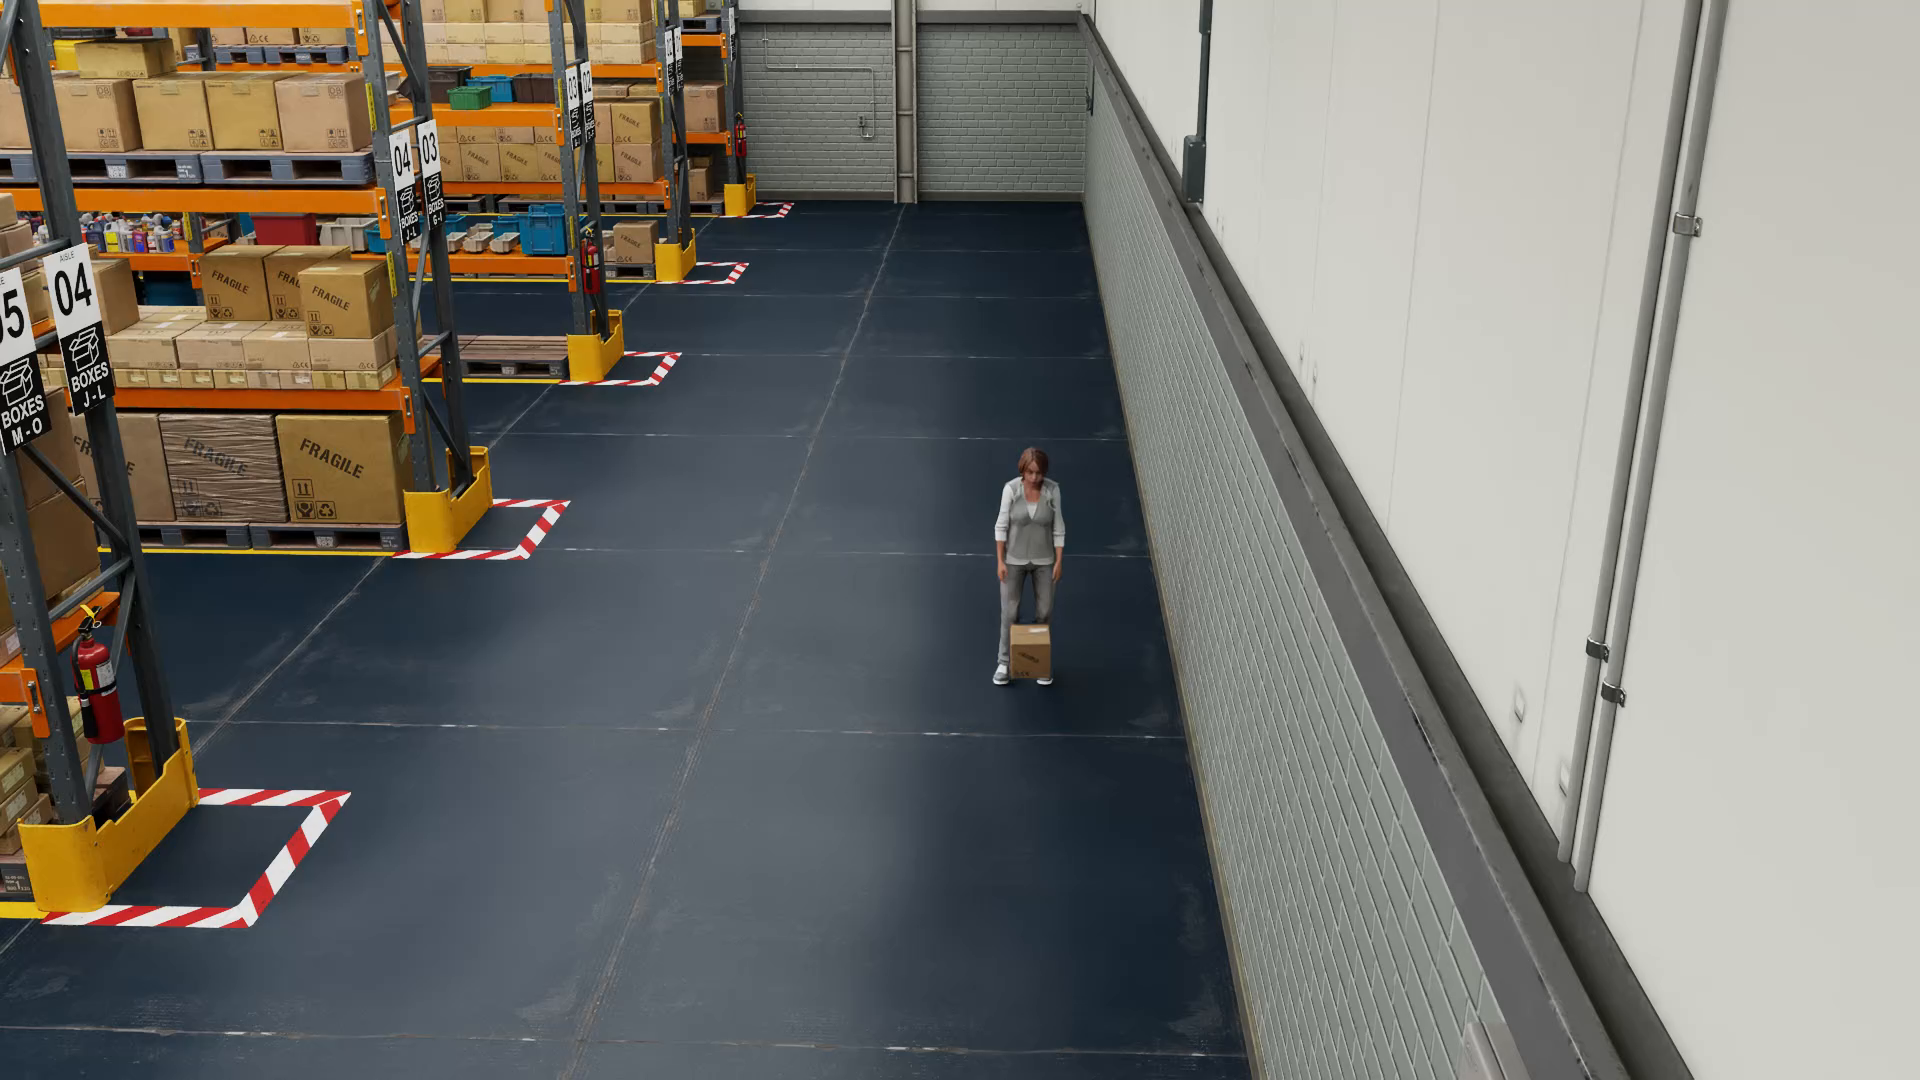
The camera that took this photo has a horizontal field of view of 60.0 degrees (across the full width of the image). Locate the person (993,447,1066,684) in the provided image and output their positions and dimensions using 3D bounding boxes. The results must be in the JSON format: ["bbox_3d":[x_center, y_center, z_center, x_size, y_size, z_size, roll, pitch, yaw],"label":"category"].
[{"bbox_3d":[0.448,0.156,10.690,0.456,1.595,0.338,0,21,0],"label":"person"}]
